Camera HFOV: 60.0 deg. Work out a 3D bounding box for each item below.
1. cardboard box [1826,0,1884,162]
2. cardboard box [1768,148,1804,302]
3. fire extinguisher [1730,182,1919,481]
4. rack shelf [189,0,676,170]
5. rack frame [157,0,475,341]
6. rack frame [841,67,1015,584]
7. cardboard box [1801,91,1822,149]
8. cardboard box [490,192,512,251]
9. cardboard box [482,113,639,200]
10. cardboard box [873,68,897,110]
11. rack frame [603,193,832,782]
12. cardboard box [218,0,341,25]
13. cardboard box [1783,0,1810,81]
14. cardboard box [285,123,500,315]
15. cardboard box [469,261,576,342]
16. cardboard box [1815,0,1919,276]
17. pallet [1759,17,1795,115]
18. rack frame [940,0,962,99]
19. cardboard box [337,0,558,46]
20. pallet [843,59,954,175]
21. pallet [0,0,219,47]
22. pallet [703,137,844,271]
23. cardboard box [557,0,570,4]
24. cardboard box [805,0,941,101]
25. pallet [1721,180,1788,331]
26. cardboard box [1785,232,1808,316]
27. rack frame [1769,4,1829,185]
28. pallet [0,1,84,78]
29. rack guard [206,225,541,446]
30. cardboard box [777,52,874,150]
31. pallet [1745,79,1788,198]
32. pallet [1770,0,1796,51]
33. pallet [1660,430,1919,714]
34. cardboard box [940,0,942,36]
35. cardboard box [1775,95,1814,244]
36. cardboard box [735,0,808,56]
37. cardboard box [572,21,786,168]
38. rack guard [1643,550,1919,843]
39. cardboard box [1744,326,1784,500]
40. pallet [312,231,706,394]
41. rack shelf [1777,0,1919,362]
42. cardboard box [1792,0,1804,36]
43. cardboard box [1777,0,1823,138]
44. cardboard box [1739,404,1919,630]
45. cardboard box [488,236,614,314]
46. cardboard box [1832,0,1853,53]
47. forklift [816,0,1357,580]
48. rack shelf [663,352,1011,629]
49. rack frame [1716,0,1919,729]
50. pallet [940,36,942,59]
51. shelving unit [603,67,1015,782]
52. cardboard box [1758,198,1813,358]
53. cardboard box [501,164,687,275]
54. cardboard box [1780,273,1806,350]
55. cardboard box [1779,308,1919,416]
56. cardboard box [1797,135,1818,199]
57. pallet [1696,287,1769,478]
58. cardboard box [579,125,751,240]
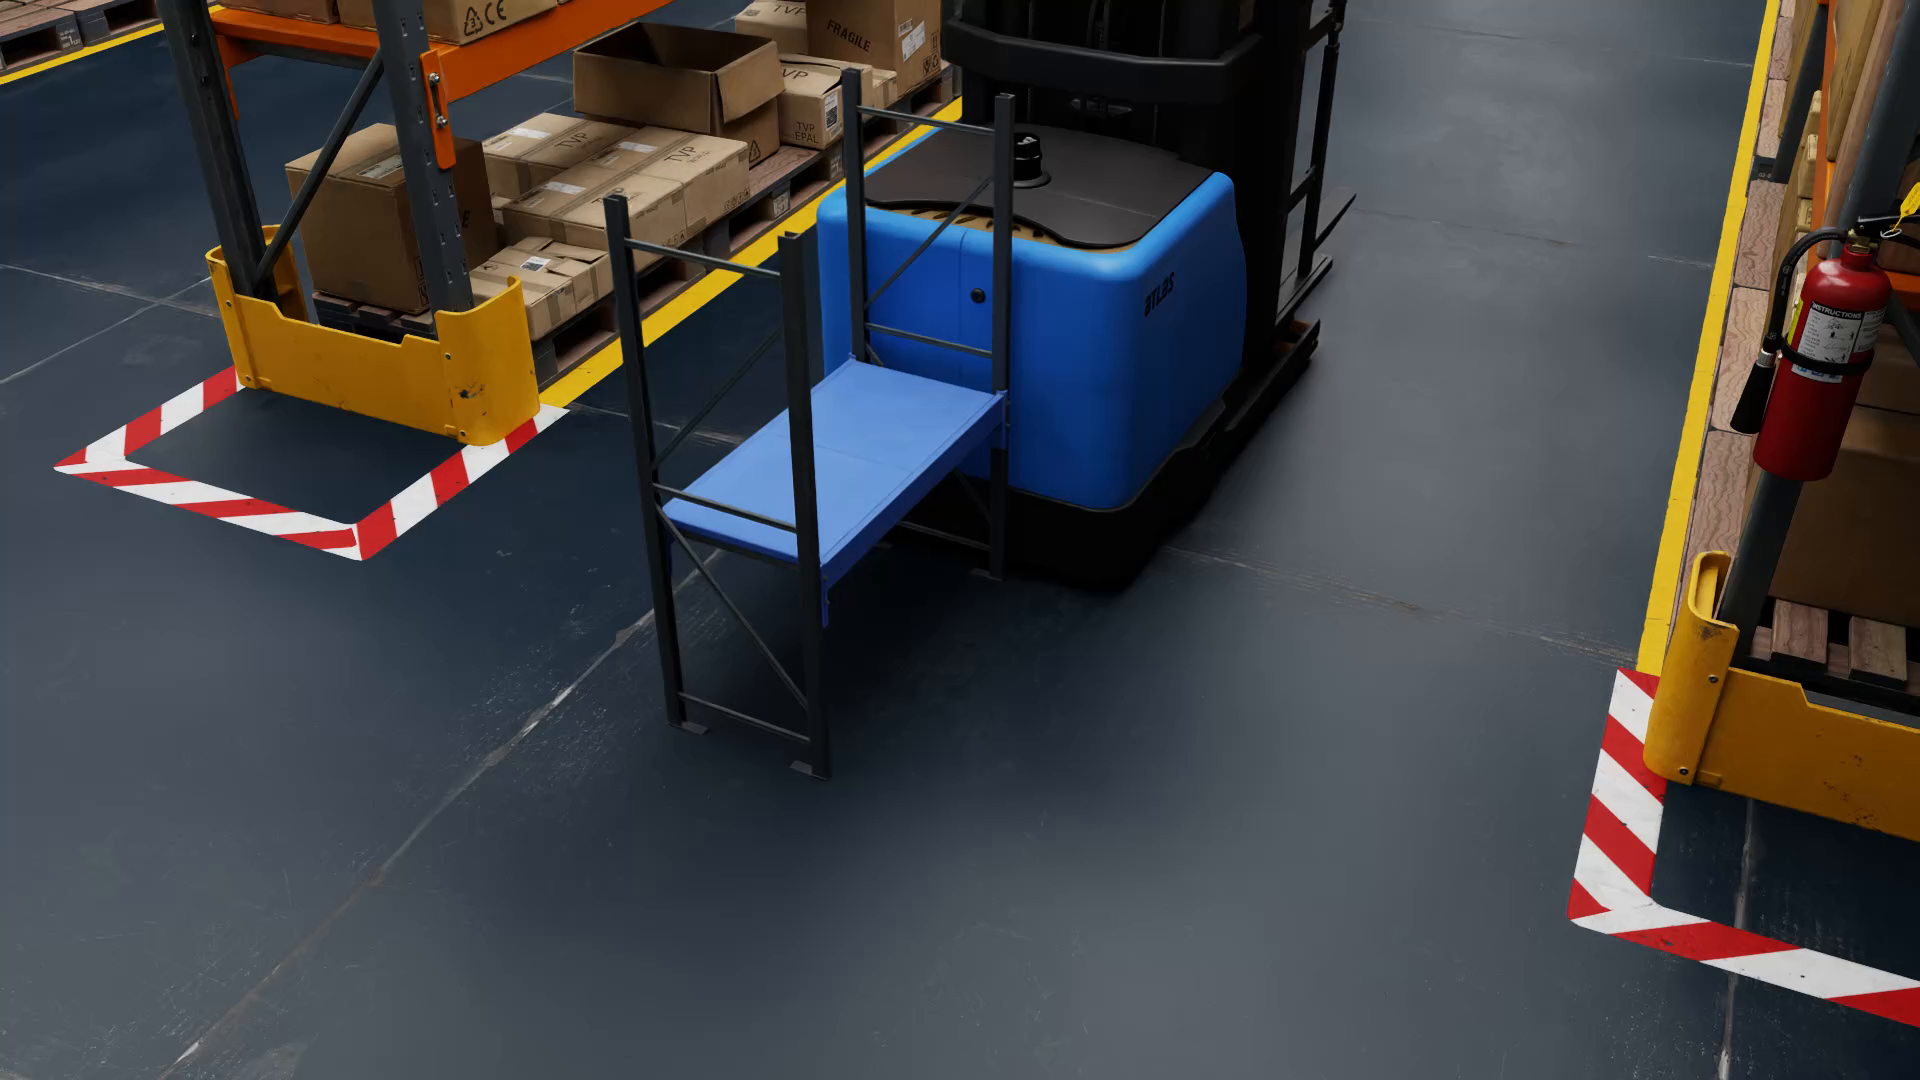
[{"bbox_3d":[2.882,-1.360,4.315,0.980,0.700,0.700,14,36,20],"label":"cardboard box"},{"bbox_3d":[3.438,-1.137,6.146,0.700,0.500,0.500,14,36,20],"label":"cardboard box"},{"bbox_3d":[1.902,-0.456,3.620,0.296,0.674,0.183,14,36,20],"label":"fire extinguisher"},{"bbox_3d":[-1.280,-2.443,6.896,1.077,0.370,4.000,14,36,20],"label":"rack shelf"},{"bbox_3d":[-2.117,-1.748,5.180,1.000,3.000,0.127,14,36,20],"label":"rack frame"},{"bbox_3d":[-0.088,-0.566,4.745,0.500,1.500,0.032,16,37,23],"label":"rack frame"},{"bbox_3d":[3.342,-1.529,6.152,0.380,0.149,0.250,15,36,22],"label":"cardboard box"},{"bbox_3d":[-1.862,-1.255,6.612,0.380,0.166,0.250,14,36,20],"label":"cardboard box"},{"bbox_3d":[-1.689,-1.576,7.024,0.500,0.250,0.500,14,36,20],"label":"cardboard box"},{"bbox_3d":[-0.527,-2.182,8.042,0.380,0.149,0.250,14,36,20],"label":"cardboard box"},{"bbox_3d":[-0.560,-0.072,3.992,0.500,1.500,0.032,16,37,23],"label":"rack frame"},{"bbox_3d":[-2.177,-2.075,5.588,0.500,0.500,0.500,15,36,22],"label":"cardboard box"},{"bbox_3d":[4.580,-2.679,8.178,0.750,0.750,0.750,15,36,22],"label":"cardboard box"},{"bbox_3d":[-2.113,-1.214,6.244,0.500,0.500,0.500,14,36,20],"label":"cardboard box"},{"bbox_3d":[-1.630,-0.869,6.039,0.380,0.149,0.250,14,36,20],"label":"cardboard box"},{"bbox_3d":[2.588,-0.995,3.758,0.980,0.700,0.700,16,36,23],"label":"cardboard box"},{"bbox_3d":[4.821,-2.451,8.795,1.003,0.211,1.213,14,36,20],"label":"pallet"},{"bbox_3d":[-0.444,-3.740,8.218,1.000,3.000,0.127,14,36,20],"label":"rack frame"},{"bbox_3d":[-1.692,-1.950,5.397,0.500,0.500,0.500,15,36,21],"label":"cardboard box"},{"bbox_3d":[-0.732,-2.232,8.462,1.003,0.211,1.213,14,36,20],"label":"pallet"},{"bbox_3d":[-5.213,-3.337,10.147,1.003,0.211,1.213,14,36,20],"label":"pallet"},{"bbox_3d":[-1.241,-1.622,7.532,1.003,0.211,1.213,14,36,20],"label":"pallet"},{"bbox_3d":[-1.481,-2.208,5.791,0.500,0.500,0.500,14,36,20],"label":"cardboard box"},{"bbox_3d":[-0.424,-2.530,8.251,0.500,0.500,0.500,14,36,20],"label":"cardboard box"},{"bbox_3d":[3.668,-1.079,6.702,1.003,0.211,1.213,14,36,20],"label":"pallet"},{"bbox_3d":[3.005,-0.615,5.349,0.700,0.500,0.500,13,35,19],"label":"cardboard box"},{"bbox_3d":[4.057,-2.605,6.488,1.000,3.000,0.127,14,36,20],"label":"rack frame"},{"bbox_3d":[-5.722,-2.727,9.217,1.003,0.211,1.213,14,36,20],"label":"pallet"},{"bbox_3d":[-2.085,-0.740,5.923,1.175,0.500,0.348,14,36,20],"label":"rack guard"},{"bbox_3d":[-0.738,-2.077,7.733,0.500,0.311,0.500,14,36,20],"label":"cardboard box"},{"bbox_3d":[4.312,-1.841,7.865,1.003,0.211,1.213,14,36,20],"label":"pallet"},{"bbox_3d":[5.333,-3.056,9.718,1.003,0.211,1.213,14,36,20],"label":"pallet"},{"bbox_3d":[2.647,0.137,4.849,1.003,0.211,1.213,14,36,20],"label":"pallet"},{"bbox_3d":[-0.020,-3.064,9.065,0.500,0.500,0.500,13,35,18],"label":"cardboard box"},{"bbox_3d":[3.651,-1.387,6.526,0.700,0.500,0.500,15,36,21],"label":"cardboard box"},{"bbox_3d":[-0.816,-2.640,8.592,0.500,0.311,0.500,14,36,20],"label":"cardboard box"},{"bbox_3d":[-1.225,-1.943,7.353,0.797,0.503,0.637,14,36,20],"label":"cardboard box"},{"bbox_3d":[2.374,0.444,4.117,1.175,0.500,0.348,14,36,20],"label":"rack guard"},{"bbox_3d":[2.795,-0.364,4.967,0.700,0.500,0.500,14,36,20],"label":"cardboard box"},{"bbox_3d":[-1.753,-1.017,6.608,1.003,0.211,1.213,14,36,20],"label":"pallet"},{"bbox_3d":[3.221,-1.309,5.166,1.077,0.370,4.000,14,36,20],"label":"rack shelf"},{"bbox_3d":[4.932,-3.103,8.825,0.750,0.750,0.750,14,36,20],"label":"cardboard box"},{"bbox_3d":[4.211,-2.236,7.501,0.750,0.750,0.750,15,36,21],"label":"cardboard box"},{"bbox_3d":[2.586,-0.115,4.587,0.700,0.500,0.500,14,36,20],"label":"cardboard box"},{"bbox_3d":[-1.525,-1.001,6.224,0.380,0.166,0.250,14,36,20],"label":"cardboard box"},{"bbox_3d":[3.210,-1.738,4.891,0.980,0.700,0.700,12,35,18],"label":"cardboard box"},{"bbox_3d":[0.698,-1.895,5.467,1.130,2.935,3.031,16,37,23],"label":"forklift"},{"bbox_3d":[-0.324,-0.168,4.467,0.538,0.185,1.000,16,37,23],"label":"rack shelf"},{"bbox_3d":[2.384,-0.613,3.450,1.000,3.000,0.127,14,36,20],"label":"rack frame"},{"bbox_3d":[-0.138,-2.988,9.614,1.003,0.211,1.213,14,36,20],"label":"pallet"},{"bbox_3d":[-0.324,-0.319,4.368,0.538,1.500,1.048,16,37,23],"label":"shelving unit"},{"bbox_3d":[3.221,-0.882,5.757,0.700,0.500,0.500,15,36,22],"label":"cardboard box"},{"bbox_3d":[-1.423,-1.237,6.507,0.500,0.250,0.500,14,36,20],"label":"cardboard box"},{"bbox_3d":[2.580,-0.620,4.765,0.380,0.149,0.250,15,36,22],"label":"cardboard box"},{"bbox_3d":[2.474,-0.492,4.570,0.380,0.149,0.250,14,36,20],"label":"cardboard box"},{"bbox_3d":[3.124,-1.269,5.755,0.380,0.149,0.250,13,35,19],"label":"cardboard box"},{"bbox_3d":[3.159,-0.469,5.772,1.003,0.211,1.213,14,36,20],"label":"pallet"},{"bbox_3d":[-1.214,-1.486,6.887,0.500,0.250,0.500,14,36,20],"label":"cardboard box"}]
